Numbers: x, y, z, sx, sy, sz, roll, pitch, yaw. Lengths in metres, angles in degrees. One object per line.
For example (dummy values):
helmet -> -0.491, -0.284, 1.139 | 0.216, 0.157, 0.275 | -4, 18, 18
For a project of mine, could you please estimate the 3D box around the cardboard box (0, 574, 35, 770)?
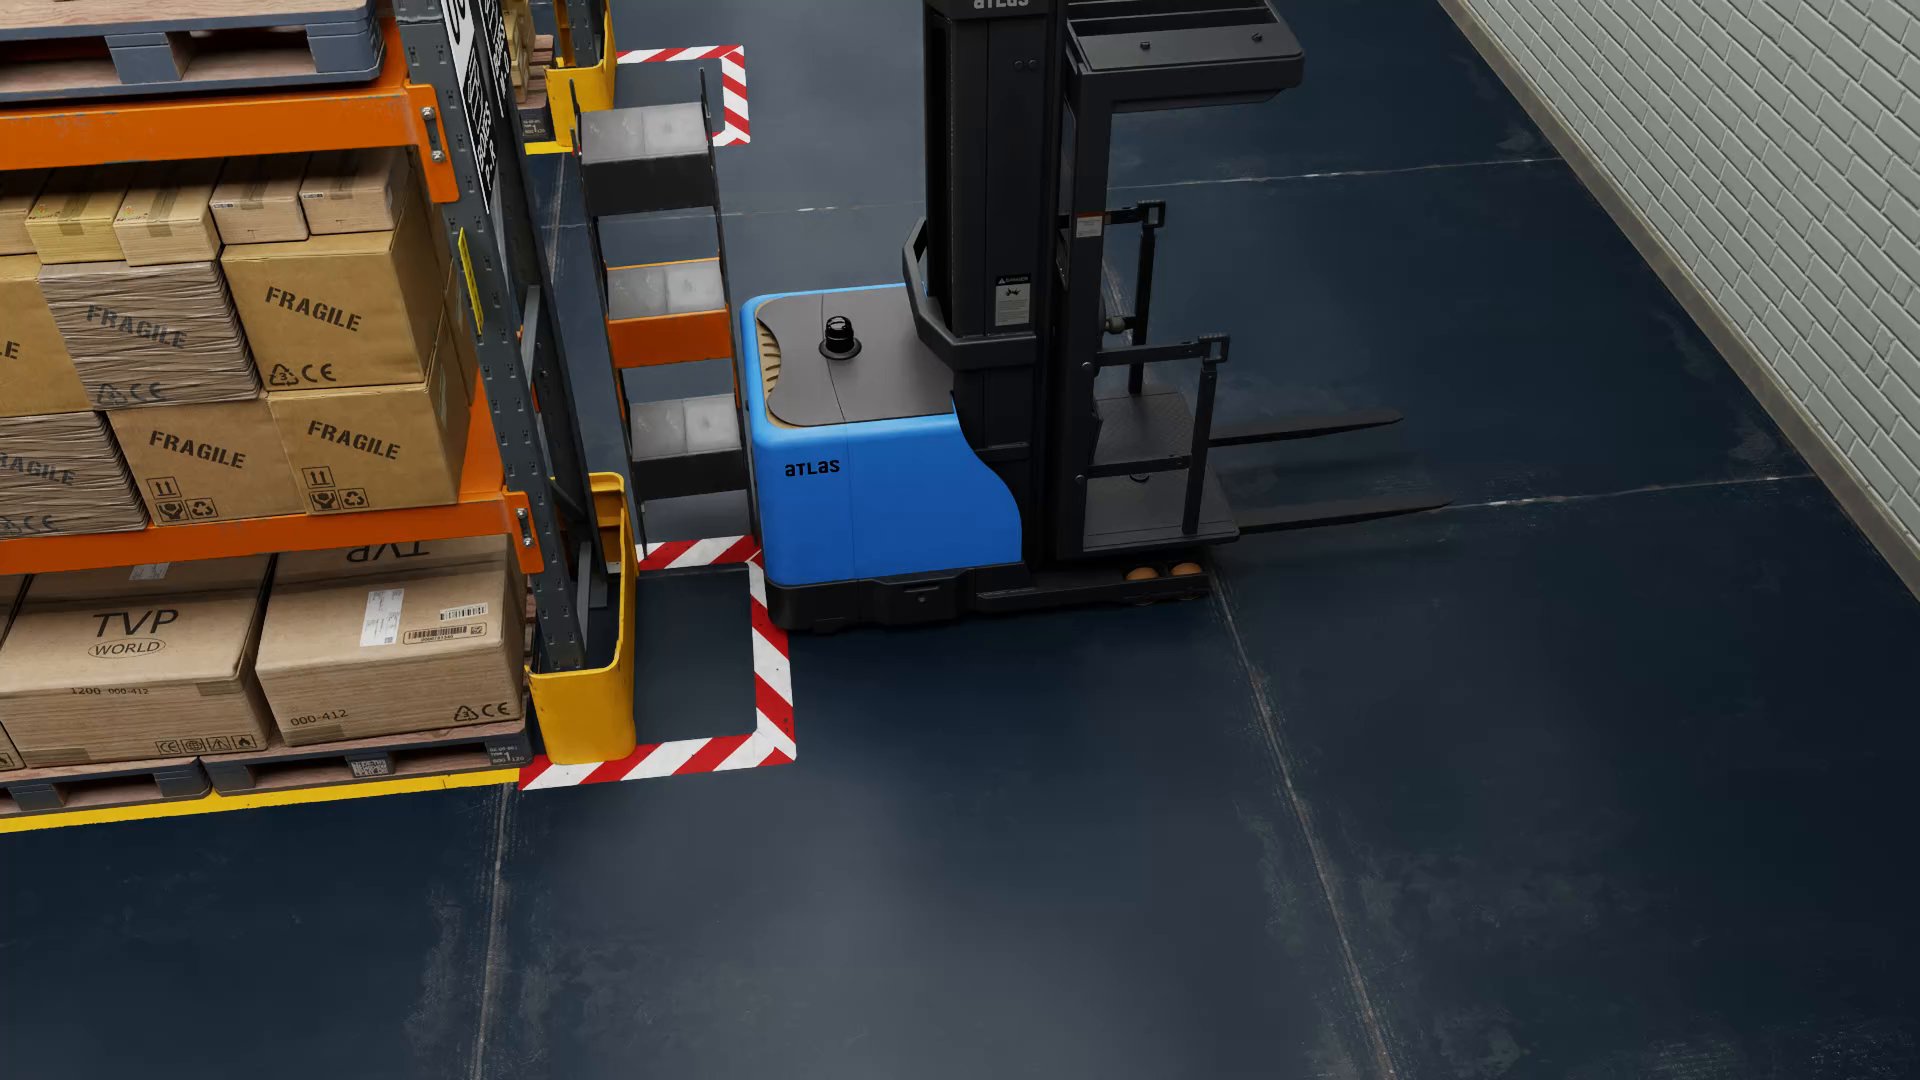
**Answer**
cardboard box -> -3.984, 0.452, 6.324 | 0.875, 0.438, 0.875 | -6, 42, -7

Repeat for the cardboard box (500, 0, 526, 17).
cardboard box -> -2.847, -3.407, 10.373 | 0.250, 0.149, 0.380 | -7, 42, -7

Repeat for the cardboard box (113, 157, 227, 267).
cardboard box -> -2.365, -0.999, 5.027 | 0.250, 0.149, 0.380 | -5, 42, -6

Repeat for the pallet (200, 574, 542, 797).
pallet -> -2.325, 0.527, 6.723 | 1.213, 0.211, 1.003 | -5, 42, -6

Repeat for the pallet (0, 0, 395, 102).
pallet -> -2.276, -1.639, 4.870 | 1.213, 0.211, 1.003 | -5, 42, -6

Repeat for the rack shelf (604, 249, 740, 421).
rack shelf -> -1.188, -0.845, 6.854 | 0.480, 0.518, 0.431 | -7, 42, -8

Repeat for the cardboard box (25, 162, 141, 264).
cardboard box -> -2.621, -1.004, 5.033 | 0.250, 0.149, 0.380 | -4, 42, -5

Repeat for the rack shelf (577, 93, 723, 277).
rack shelf -> -1.188, -1.365, 6.385 | 0.480, 0.518, 0.431 | -7, 42, -8

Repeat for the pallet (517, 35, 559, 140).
pallet -> -3.169, -2.819, 10.433 | 1.213, 0.211, 1.003 | -5, 42, -6

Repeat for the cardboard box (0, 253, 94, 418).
cardboard box -> -2.994, -0.732, 5.216 | 0.500, 0.500, 0.500 | -5, 42, -6

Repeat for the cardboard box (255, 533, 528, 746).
cardboard box -> -2.183, 0.289, 6.504 | 0.875, 0.438, 0.875 | -6, 42, -7

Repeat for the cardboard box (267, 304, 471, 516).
cardboard box -> -1.986, -0.449, 5.649 | 0.500, 0.500, 0.500 | -5, 42, -5

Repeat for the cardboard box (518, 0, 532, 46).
cardboard box -> -2.837, -3.241, 10.412 | 0.250, 0.149, 0.380 | -3, 42, -4

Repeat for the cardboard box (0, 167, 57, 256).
cardboard box -> -2.889, -1.028, 5.060 | 0.250, 0.149, 0.380 | -5, 42, -6

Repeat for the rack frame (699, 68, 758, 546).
rack frame -> -0.947, -0.884, 6.877 | 0.015, 2.100, 0.400 | -7, 42, -8

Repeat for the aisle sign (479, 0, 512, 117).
aisle sign -> -1.508, -1.794, 5.273 | 0.004, 0.787, 0.394 | -5, 42, -6

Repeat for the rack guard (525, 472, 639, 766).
rack guard -> -1.518, 0.296, 6.763 | 0.348, 0.500, 1.175 | -5, 42, -6

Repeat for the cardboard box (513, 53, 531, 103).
cardboard box -> -2.779, -2.822, 10.169 | 0.250, 0.149, 0.380 | -4, 42, -5

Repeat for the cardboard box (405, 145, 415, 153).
cardboard box -> -1.930, -1.432, 5.508 | 0.250, 0.149, 0.380 | -4, 42, -5

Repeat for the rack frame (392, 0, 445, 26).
rack frame -> -1.542, -2.857, 3.914 | 0.127, 3.000, 1.000 | -5, 42, -6

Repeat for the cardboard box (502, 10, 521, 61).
cardboard box -> -2.776, -3.012, 9.936 | 0.250, 0.149, 0.380 | -5, 42, -5

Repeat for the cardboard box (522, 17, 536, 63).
cardboard box -> -2.845, -3.173, 10.558 | 0.250, 0.149, 0.380 | -4, 42, -5

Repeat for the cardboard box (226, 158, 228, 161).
cardboard box -> -2.566, -1.136, 5.664 | 0.500, 0.500, 0.500 | -6, 42, -7

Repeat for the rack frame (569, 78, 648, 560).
rack frame -> -1.428, -0.826, 6.813 | 0.015, 2.100, 0.400 | -7, 42, -8

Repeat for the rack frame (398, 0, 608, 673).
rack frame -> -1.542, -0.630, 5.924 | 0.127, 3.000, 1.000 | -5, 42, -6

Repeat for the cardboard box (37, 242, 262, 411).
cardboard box -> -2.503, -0.773, 5.262 | 0.500, 0.500, 0.500 | -5, 42, -5

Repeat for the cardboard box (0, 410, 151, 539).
cardboard box -> -2.994, -0.364, 5.555 | 0.500, 0.500, 0.500 | -4, 42, -4

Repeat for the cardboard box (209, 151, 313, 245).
cardboard box -> -2.120, -1.077, 5.114 | 0.250, 0.149, 0.380 | -4, 42, -5

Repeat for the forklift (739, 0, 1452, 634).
forklift -> 0.622, -1.154, 6.556 | 3.031, 2.935, 1.130 | -6, 42, -7

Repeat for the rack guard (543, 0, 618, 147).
rack guard -> -2.359, -2.974, 10.389 | 0.348, 0.500, 1.175 | -5, 42, -6

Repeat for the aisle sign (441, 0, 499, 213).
aisle sign -> -1.430, -1.395, 4.832 | 0.004, 0.787, 0.394 | -5, 42, -6

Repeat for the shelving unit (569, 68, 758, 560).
shelving unit -> -1.188, -0.855, 6.845 | 0.503, 2.100, 0.431 | -7, 42, -8

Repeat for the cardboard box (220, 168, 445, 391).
cardboard box -> -1.989, -0.838, 5.334 | 0.500, 0.500, 0.500 | -4, 42, -4

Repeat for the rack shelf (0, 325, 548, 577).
rack shelf -> -3.525, -0.189, 5.972 | 4.000, 0.370, 1.077 | -5, 42, -6

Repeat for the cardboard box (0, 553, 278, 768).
cardboard box -> -3.090, 0.375, 6.410 | 0.875, 0.438, 0.875 | -4, 42, -4

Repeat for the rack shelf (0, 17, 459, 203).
rack shelf -> -3.525, -1.303, 4.967 | 4.000, 0.370, 1.077 | -5, 42, -6

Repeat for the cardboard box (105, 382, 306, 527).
cardboard box -> -2.485, -0.416, 5.612 | 0.500, 0.500, 0.500 | -6, 42, -6

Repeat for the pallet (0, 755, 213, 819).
pallet -> -3.532, 0.631, 6.608 | 1.213, 0.211, 1.003 | -5, 42, -6

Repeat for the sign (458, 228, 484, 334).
sign -> -1.485, -0.786, 5.056 | 0.005, 0.325, 0.100 | -5, 42, -6

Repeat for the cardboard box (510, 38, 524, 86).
cardboard box -> -2.770, -2.881, 10.012 | 0.250, 0.149, 0.380 | -6, 42, -7

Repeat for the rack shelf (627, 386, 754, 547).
rack shelf -> -1.187, -0.325, 7.323 | 0.480, 0.518, 0.431 | -7, 42, -8

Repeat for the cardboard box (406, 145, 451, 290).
cardboard box -> -2.055, -1.186, 5.719 | 0.500, 0.500, 0.500 | -6, 42, -6

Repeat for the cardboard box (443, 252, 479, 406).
cardboard box -> -2.055, -0.816, 6.055 | 0.500, 0.500, 0.500 | -5, 42, -6

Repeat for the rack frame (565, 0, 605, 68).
rack frame -> -2.284, -3.908, 9.559 | 0.127, 3.000, 1.000 | -5, 42, -6

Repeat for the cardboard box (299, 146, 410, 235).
cardboard box -> -1.872, -1.115, 5.156 | 0.250, 0.149, 0.380 | -4, 42, -5
